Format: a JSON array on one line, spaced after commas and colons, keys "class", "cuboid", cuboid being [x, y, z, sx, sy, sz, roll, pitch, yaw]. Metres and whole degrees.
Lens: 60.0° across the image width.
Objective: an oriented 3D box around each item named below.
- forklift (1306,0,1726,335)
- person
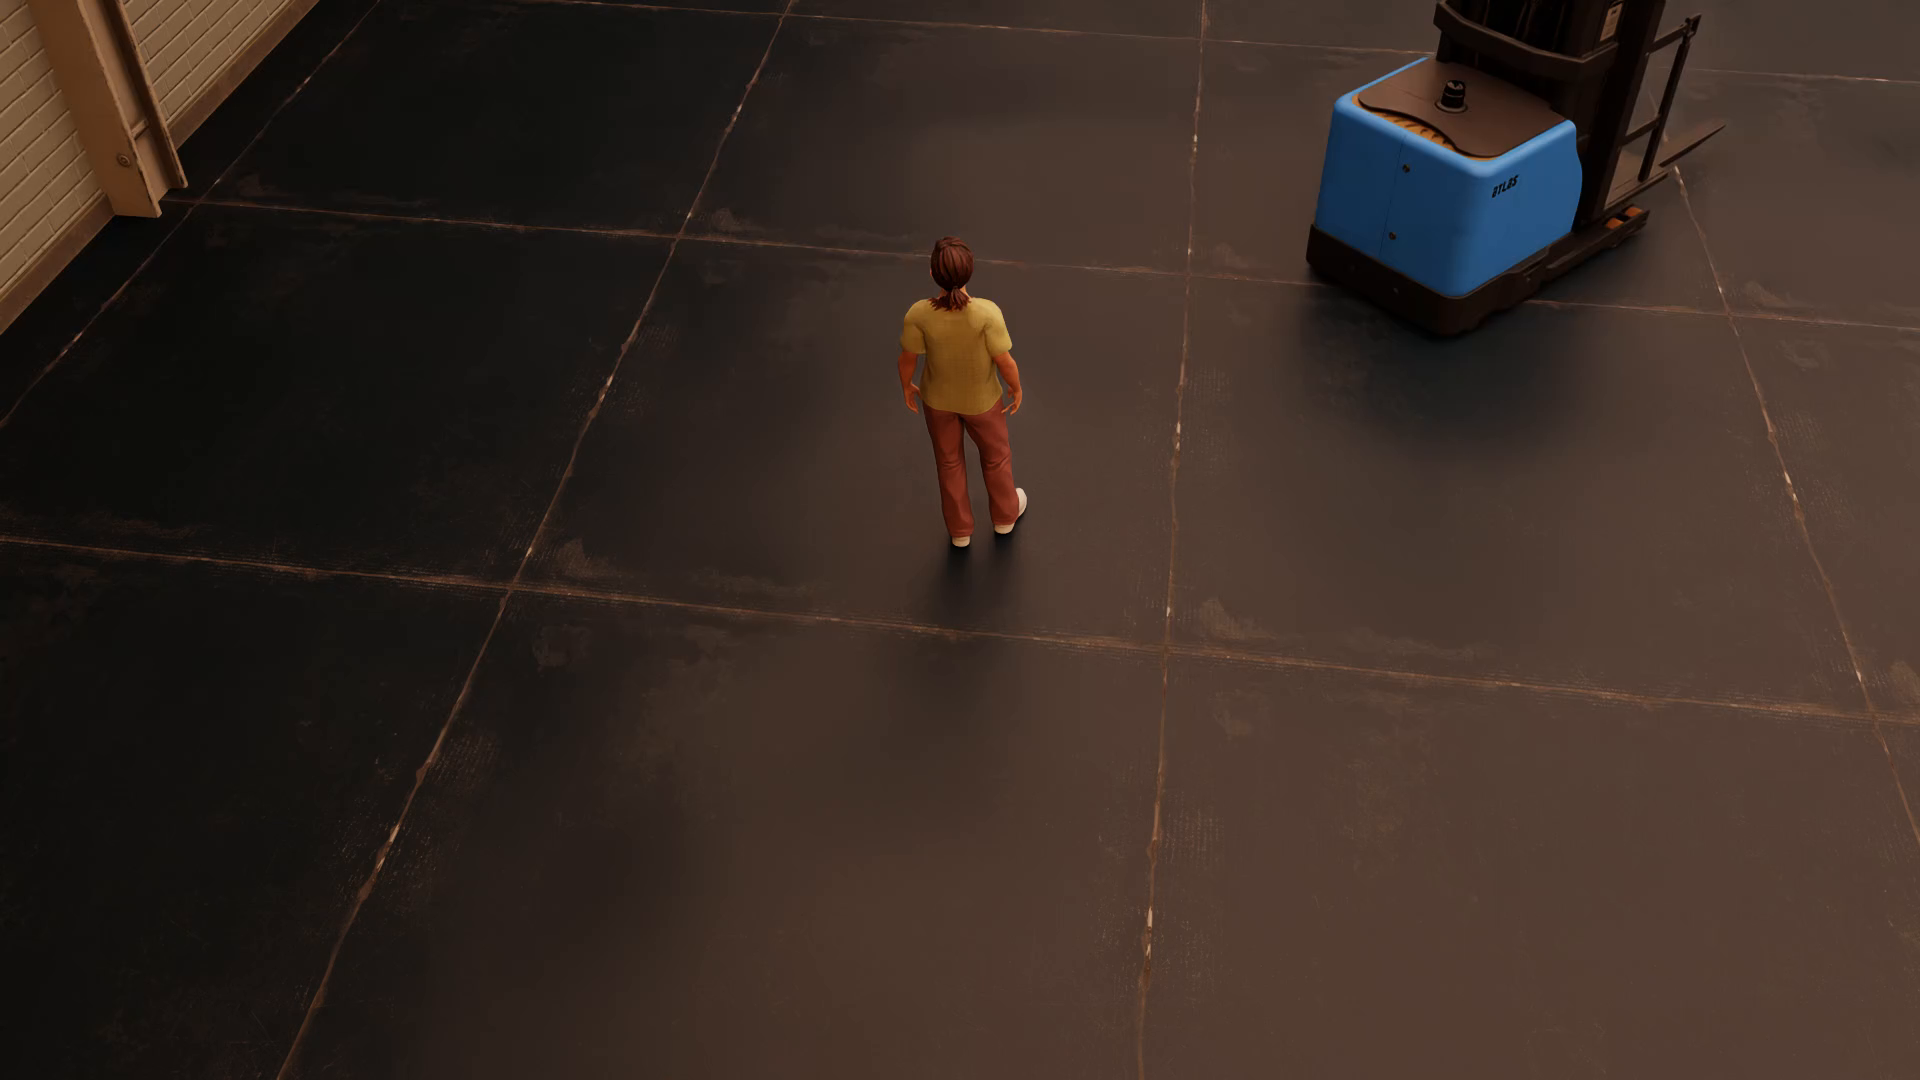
[{"class": "forklift", "cuboid": [3.432, -3.040, 9.033, 3.031, 2.935, 1.130, -30, 50, -29]}, {"class": "person", "cuboid": [0.021, -0.671, 7.372, 0.553, 1.675, 0.549, 5, 43, 6]}]
